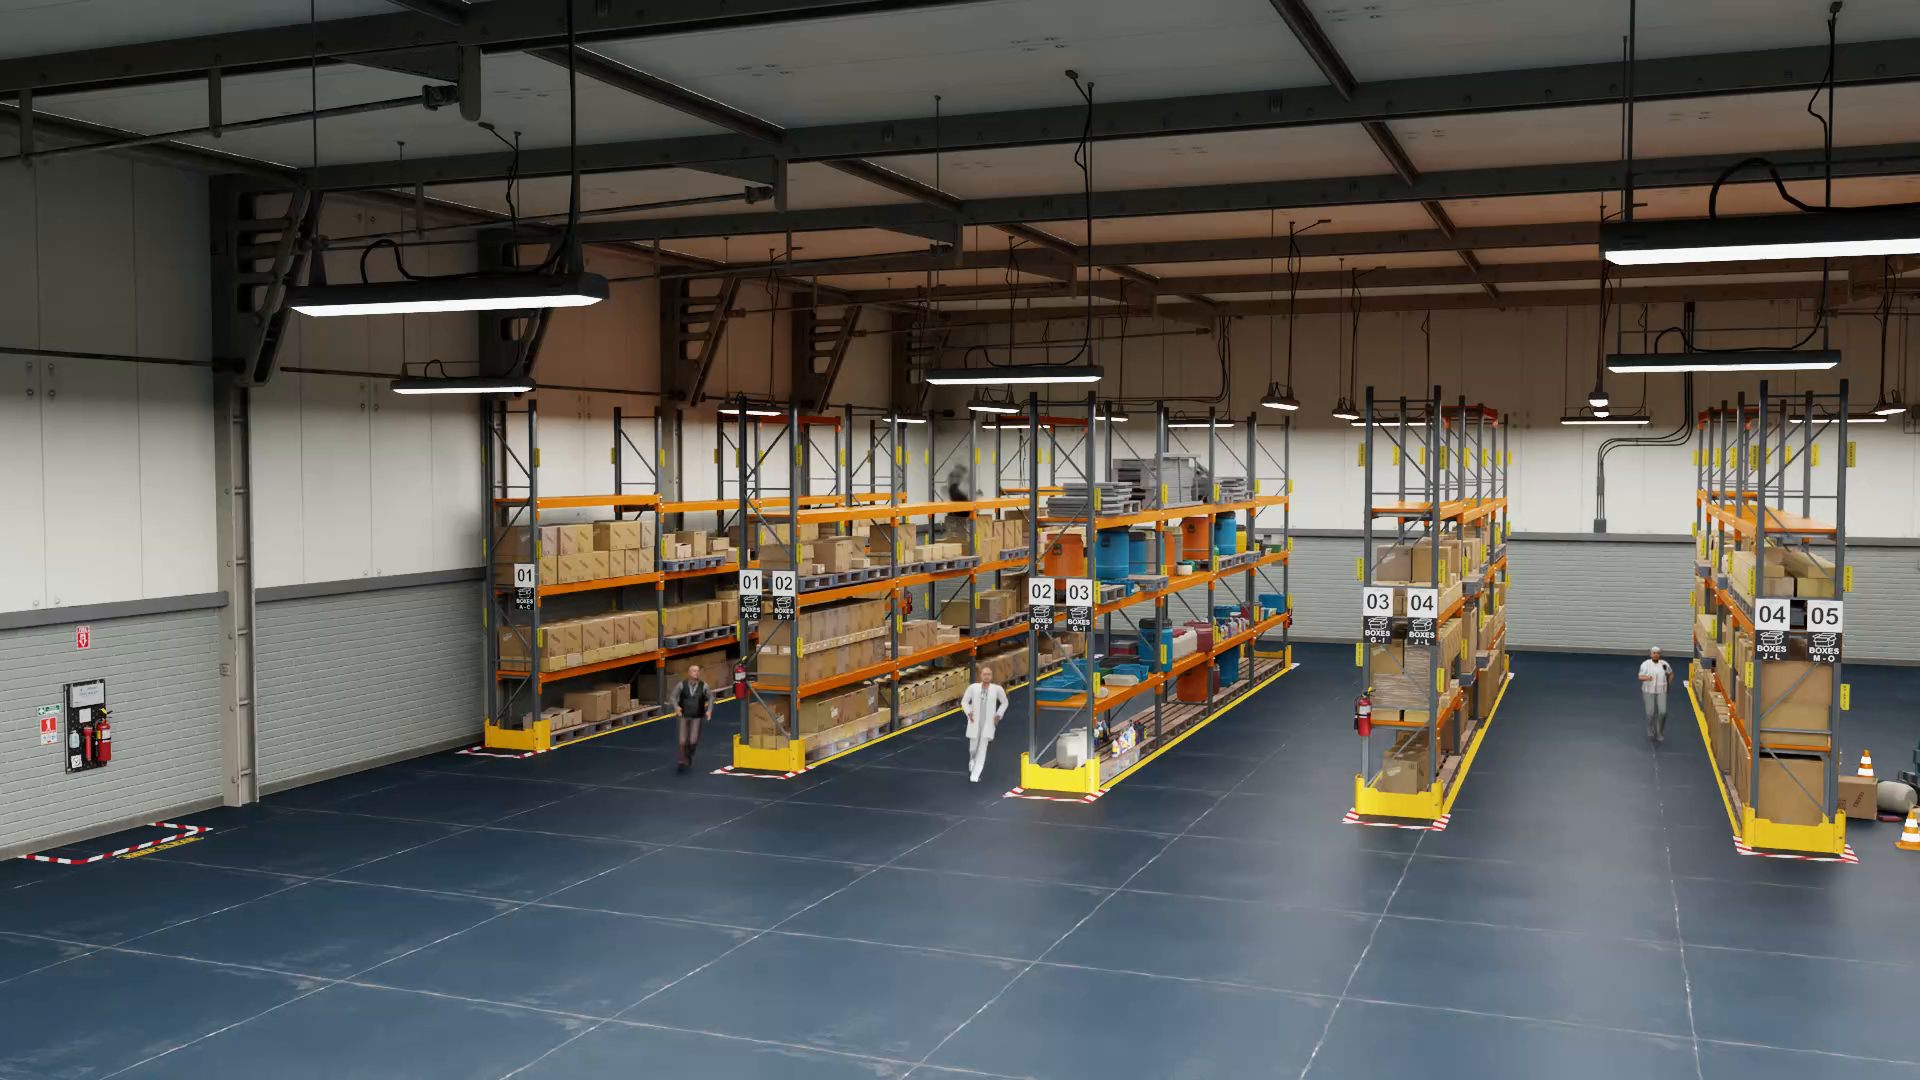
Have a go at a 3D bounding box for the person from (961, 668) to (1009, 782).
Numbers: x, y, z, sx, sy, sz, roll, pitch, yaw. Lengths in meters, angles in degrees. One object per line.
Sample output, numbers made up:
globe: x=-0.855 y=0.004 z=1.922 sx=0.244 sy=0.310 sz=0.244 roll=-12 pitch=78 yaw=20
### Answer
person: x=0.385 y=2.852 z=25.863 sx=0.737 sy=1.734 sz=0.808 roll=0 pitch=3 yaw=2

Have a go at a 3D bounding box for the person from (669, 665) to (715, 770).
person: x=-4.291 y=2.854 z=26.637 sx=0.728 sy=1.674 sz=0.497 roll=-1 pitch=3 yaw=-10

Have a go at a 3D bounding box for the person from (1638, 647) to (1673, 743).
person: x=12.295 y=2.735 z=29.379 sx=0.583 sy=1.701 sz=0.660 roll=1 pitch=3 yaw=19
